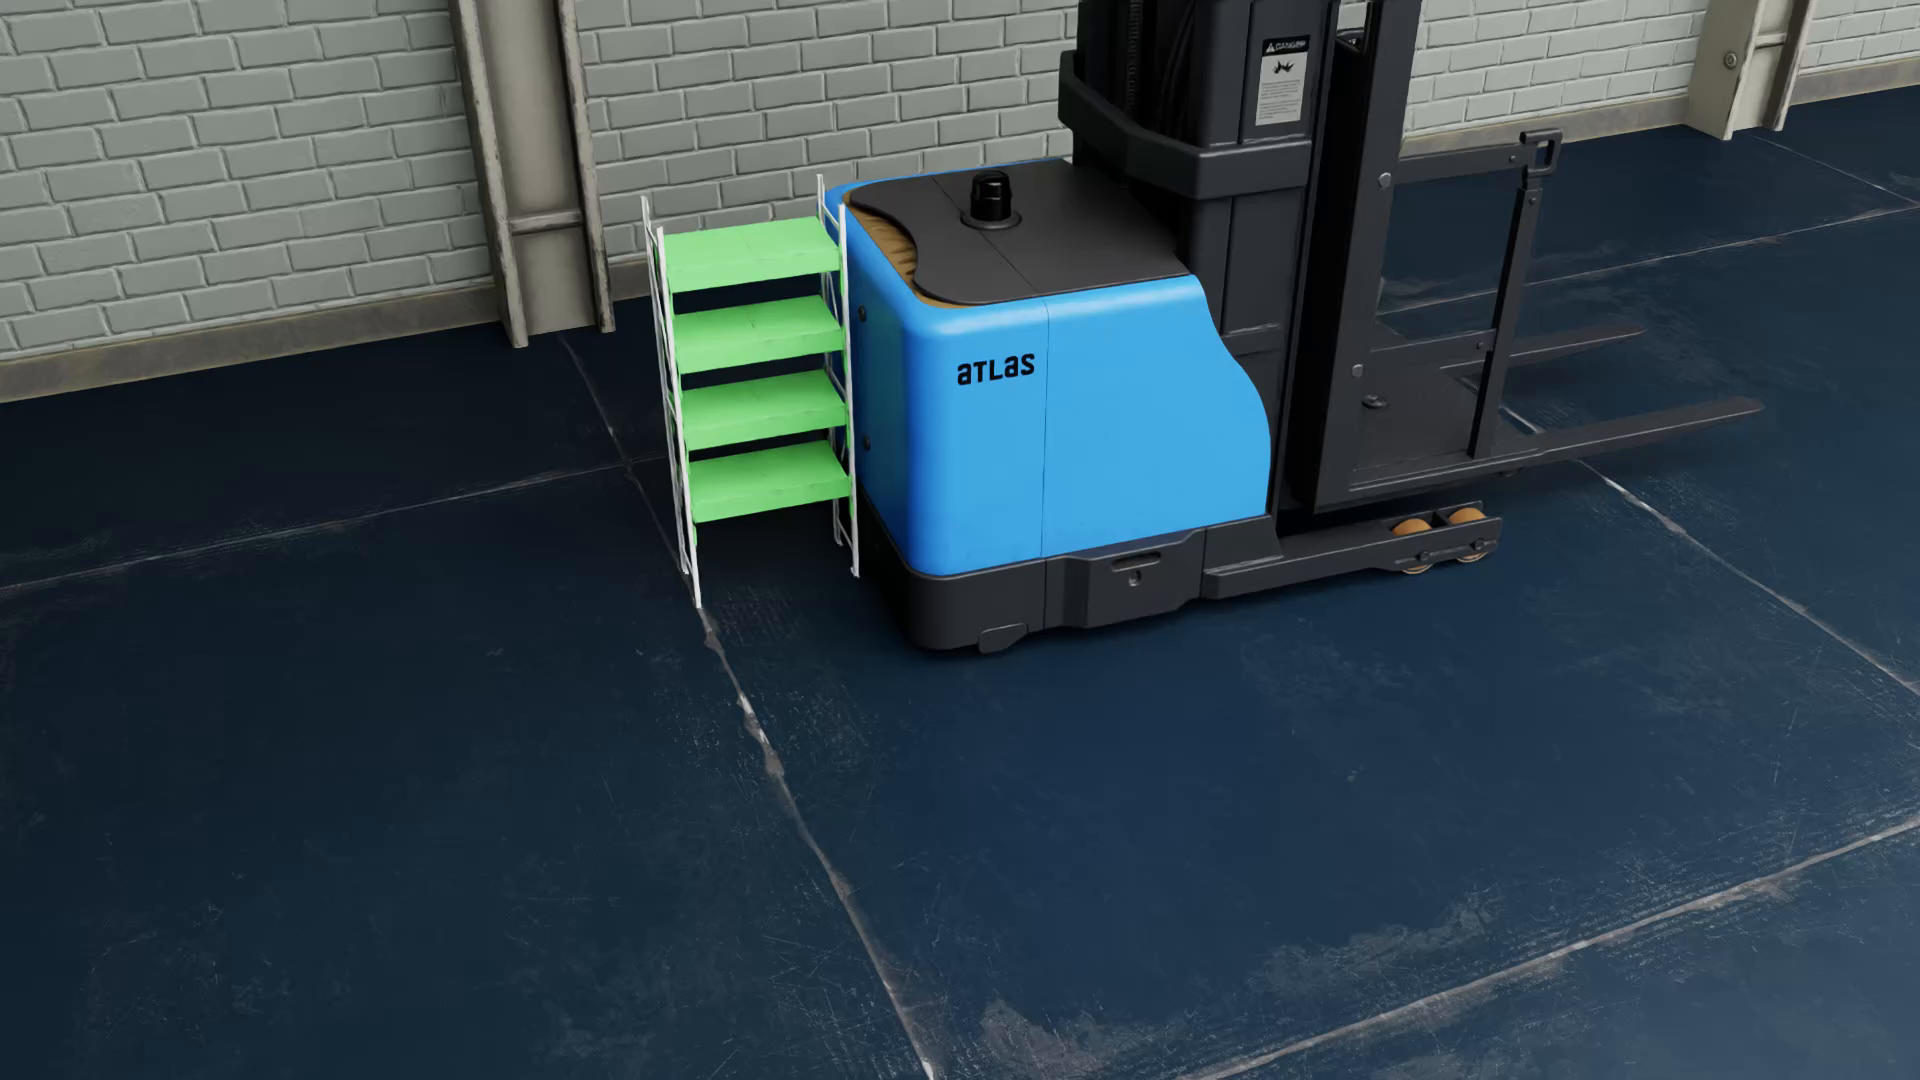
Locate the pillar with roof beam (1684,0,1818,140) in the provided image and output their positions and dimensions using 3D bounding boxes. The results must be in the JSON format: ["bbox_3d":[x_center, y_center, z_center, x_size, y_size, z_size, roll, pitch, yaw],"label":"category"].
[{"bbox_3d":[5.611,-3.728,2.728,0.400,9.000,9.100,-13,35,-19],"label":"pillar with roof beam"}]

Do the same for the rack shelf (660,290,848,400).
[{"bbox_3d":[-0.583,-0.552,4.676,0.480,0.148,0.258,-11,35,-16],"label":"rack shelf"}]

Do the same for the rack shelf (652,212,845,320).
[{"bbox_3d":[-0.583,-0.754,4.545,0.480,0.148,0.258,-11,35,-16],"label":"rack shelf"}]

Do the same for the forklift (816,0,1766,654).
[{"bbox_3d":[1.139,-1.386,4.692,3.031,2.935,1.130,-11,35,-16],"label":"forklift"}]

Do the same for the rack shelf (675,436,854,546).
[{"bbox_3d":[-0.583,-0.150,4.938,0.480,0.148,0.258,-11,35,-16],"label":"rack shelf"}]

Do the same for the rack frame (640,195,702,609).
[{"bbox_3d":[-0.813,-0.361,4.705,0.015,1.200,0.240,-11,35,-16],"label":"rack frame"}]

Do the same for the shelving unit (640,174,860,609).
[{"bbox_3d":[-0.583,-0.405,4.772,0.503,1.200,0.258,-11,35,-16],"label":"shelving unit"}]

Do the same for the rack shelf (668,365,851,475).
[{"bbox_3d":[-0.583,-0.351,4.807,0.480,0.148,0.258,-11,35,-16],"label":"rack shelf"}]

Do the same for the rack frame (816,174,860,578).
[{"bbox_3d":[-0.352,-0.448,4.839,0.015,1.200,0.240,-11,35,-16],"label":"rack frame"}]

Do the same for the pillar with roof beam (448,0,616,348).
[{"bbox_3d":[0.078,-2.461,0.781,0.400,9.000,9.100,-13,35,-19],"label":"pillar with roof beam"}]
